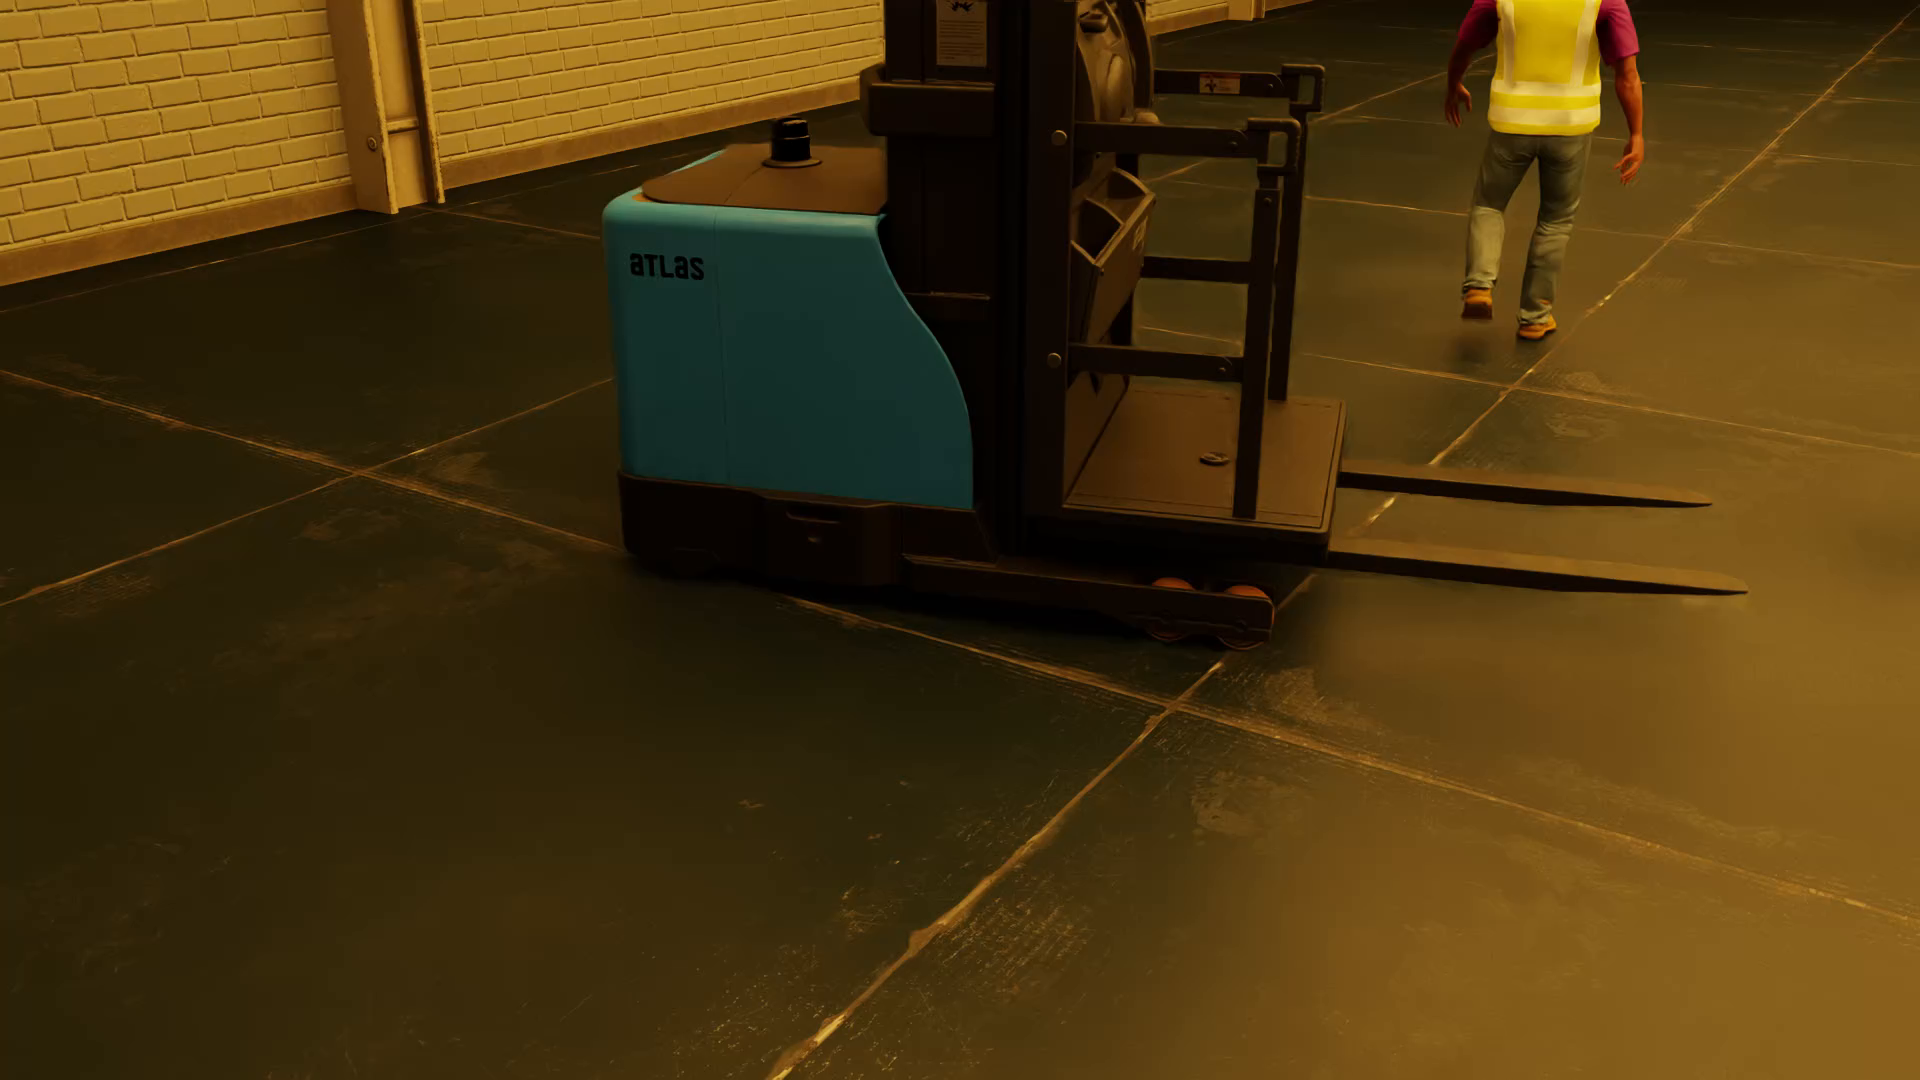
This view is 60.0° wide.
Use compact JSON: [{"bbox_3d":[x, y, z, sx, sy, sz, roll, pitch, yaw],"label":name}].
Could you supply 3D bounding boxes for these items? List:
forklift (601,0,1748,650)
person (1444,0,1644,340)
[{"bbox_3d":[0.598,-1.291,4.331,3.031,2.935,1.130,6,24,13],"label":"forklift"},{"bbox_3d":[2.339,-1.668,6.715,0.829,1.747,0.583,10,25,22],"label":"person"}]
